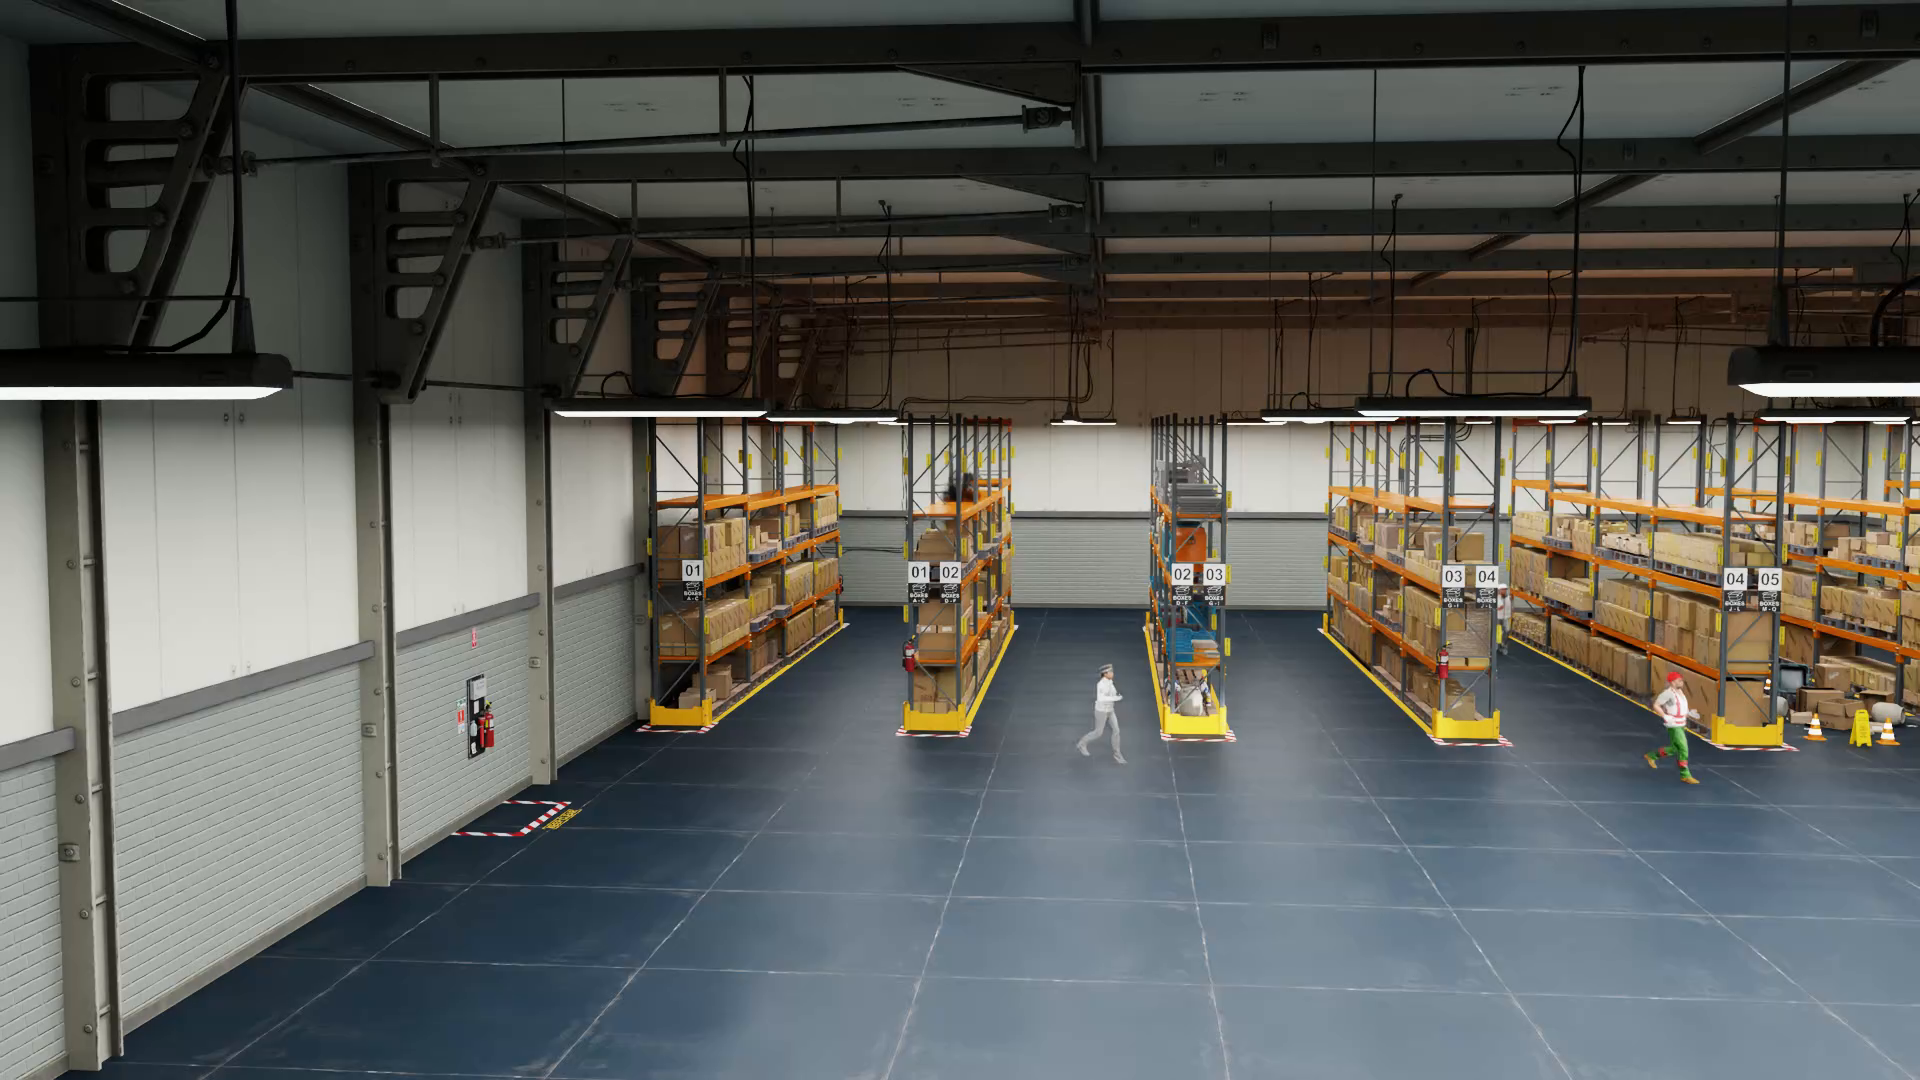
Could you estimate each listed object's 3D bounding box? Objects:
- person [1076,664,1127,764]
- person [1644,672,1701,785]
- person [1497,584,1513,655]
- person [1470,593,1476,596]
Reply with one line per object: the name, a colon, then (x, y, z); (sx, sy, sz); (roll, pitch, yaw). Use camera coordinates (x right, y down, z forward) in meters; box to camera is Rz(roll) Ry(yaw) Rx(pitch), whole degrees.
person: (2.412, 2.968, 28.525); (0.871, 1.736, 0.618); (2, 4, 30)
person: (11.561, 3.024, 26.986); (0.930, 1.787, 0.656); (4, 5, 43)
person: (13.764, 2.003, 42.308); (0.678, 1.819, 0.858); (0, 4, 0)
person: (14.081, 1.749, 46.524); (0.785, 1.689, 0.586); (3, 5, 38)
